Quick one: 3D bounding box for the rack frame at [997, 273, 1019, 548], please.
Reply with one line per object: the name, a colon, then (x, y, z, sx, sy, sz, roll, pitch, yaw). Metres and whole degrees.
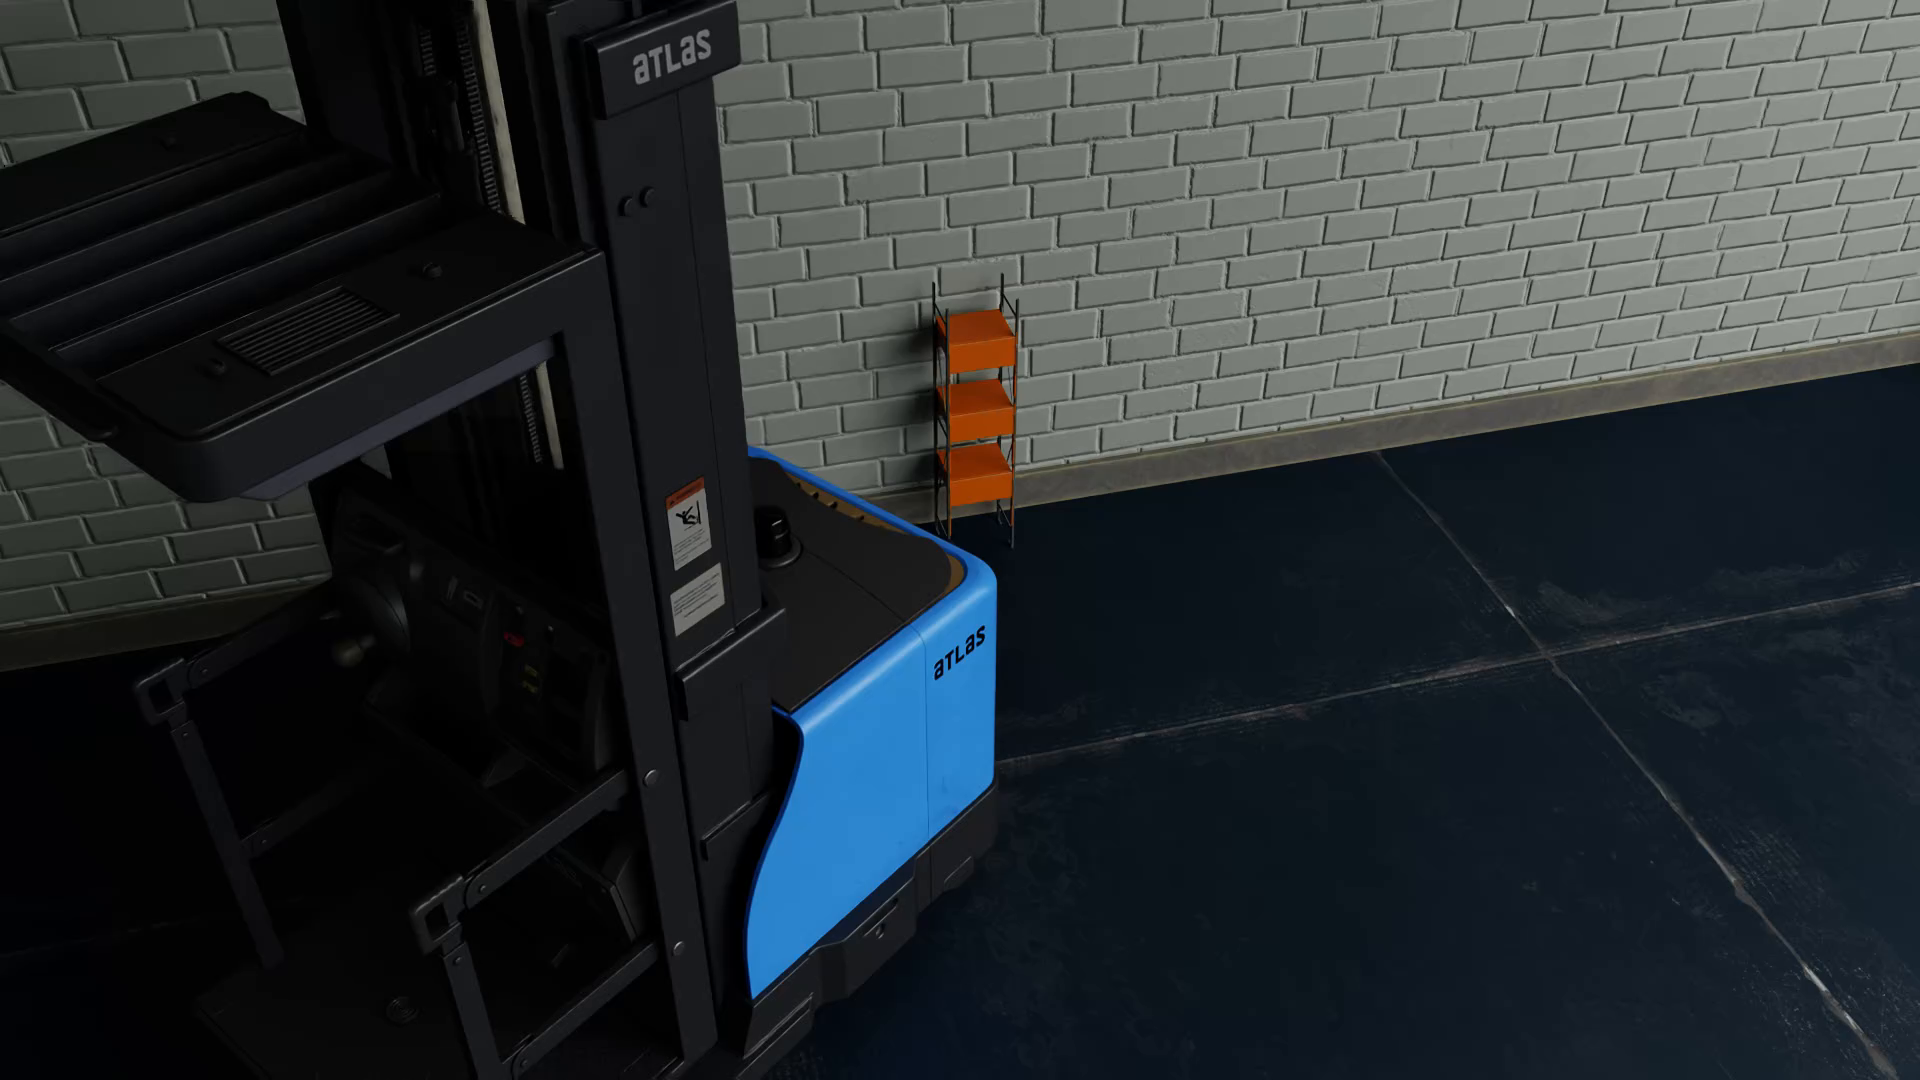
rack frame: (0.169, -0.445, 5.967, 0.008, 1.050, 0.200, -9, 38, -12)

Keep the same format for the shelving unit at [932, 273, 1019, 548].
shelving unit: (0.052, -0.425, 5.942, 0.252, 1.050, 0.215, -9, 38, -12)

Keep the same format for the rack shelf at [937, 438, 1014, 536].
rack shelf: (0.052, -0.196, 6.117, 0.240, 0.259, 0.215, -9, 38, -12)

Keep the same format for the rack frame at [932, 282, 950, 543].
rack frame: (-0.066, -0.406, 5.917, 0.008, 1.050, 0.200, -9, 38, -12)

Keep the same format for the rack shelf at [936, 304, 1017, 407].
rack shelf: (0.052, -0.642, 5.776, 0.240, 0.259, 0.215, -9, 38, -12)

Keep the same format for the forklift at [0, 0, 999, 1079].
forklift: (-1.209, 0.265, 3.491, 1.130, 2.935, 3.031, 27, 45, 30)

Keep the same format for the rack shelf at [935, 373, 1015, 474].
rack shelf: (0.052, -0.417, 5.949, 0.240, 0.259, 0.215, -9, 38, -12)
